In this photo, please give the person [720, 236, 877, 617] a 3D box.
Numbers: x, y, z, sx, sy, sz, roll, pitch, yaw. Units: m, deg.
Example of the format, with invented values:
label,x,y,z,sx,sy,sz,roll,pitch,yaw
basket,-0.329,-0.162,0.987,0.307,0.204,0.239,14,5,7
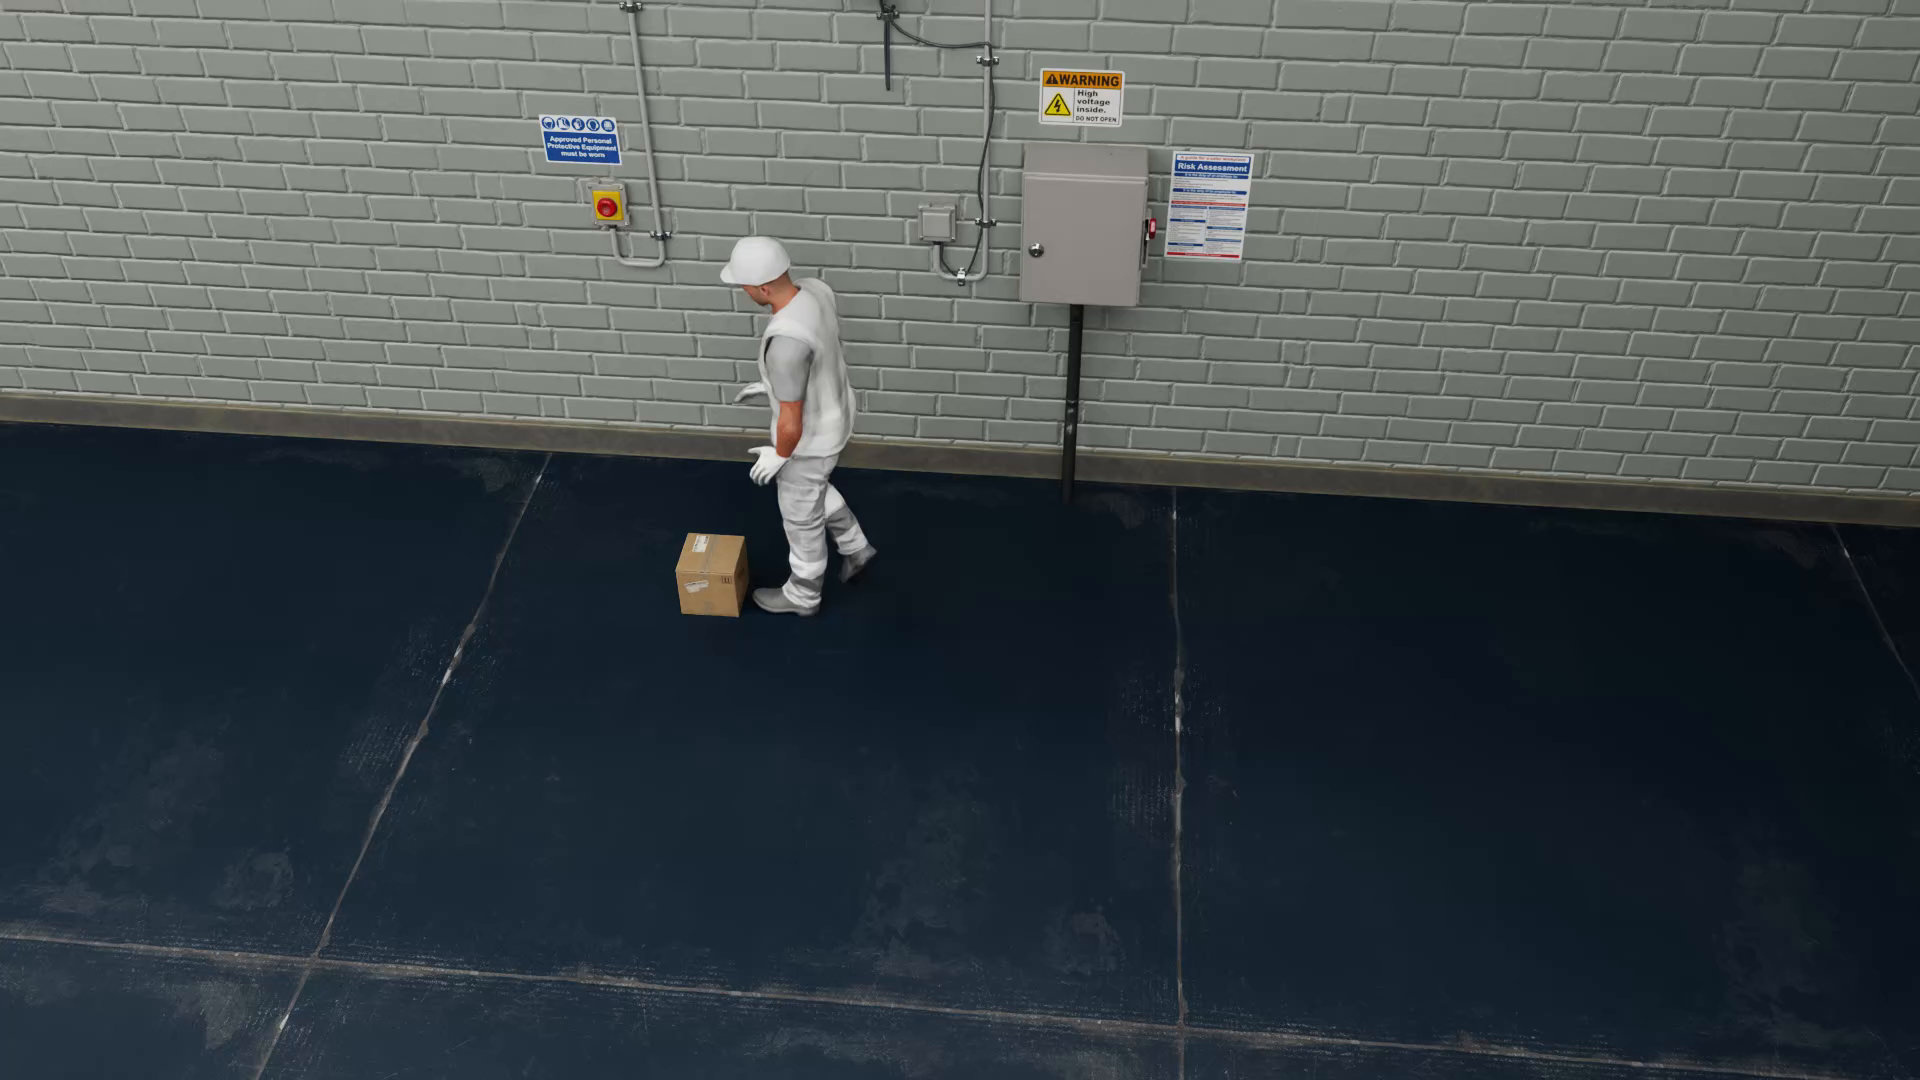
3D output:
label,x,y,z,sx,sy,sz,roll,pitch,yaw
person,-0.664,-0.430,6.652,0.589,1.775,0.544,8,40,9
